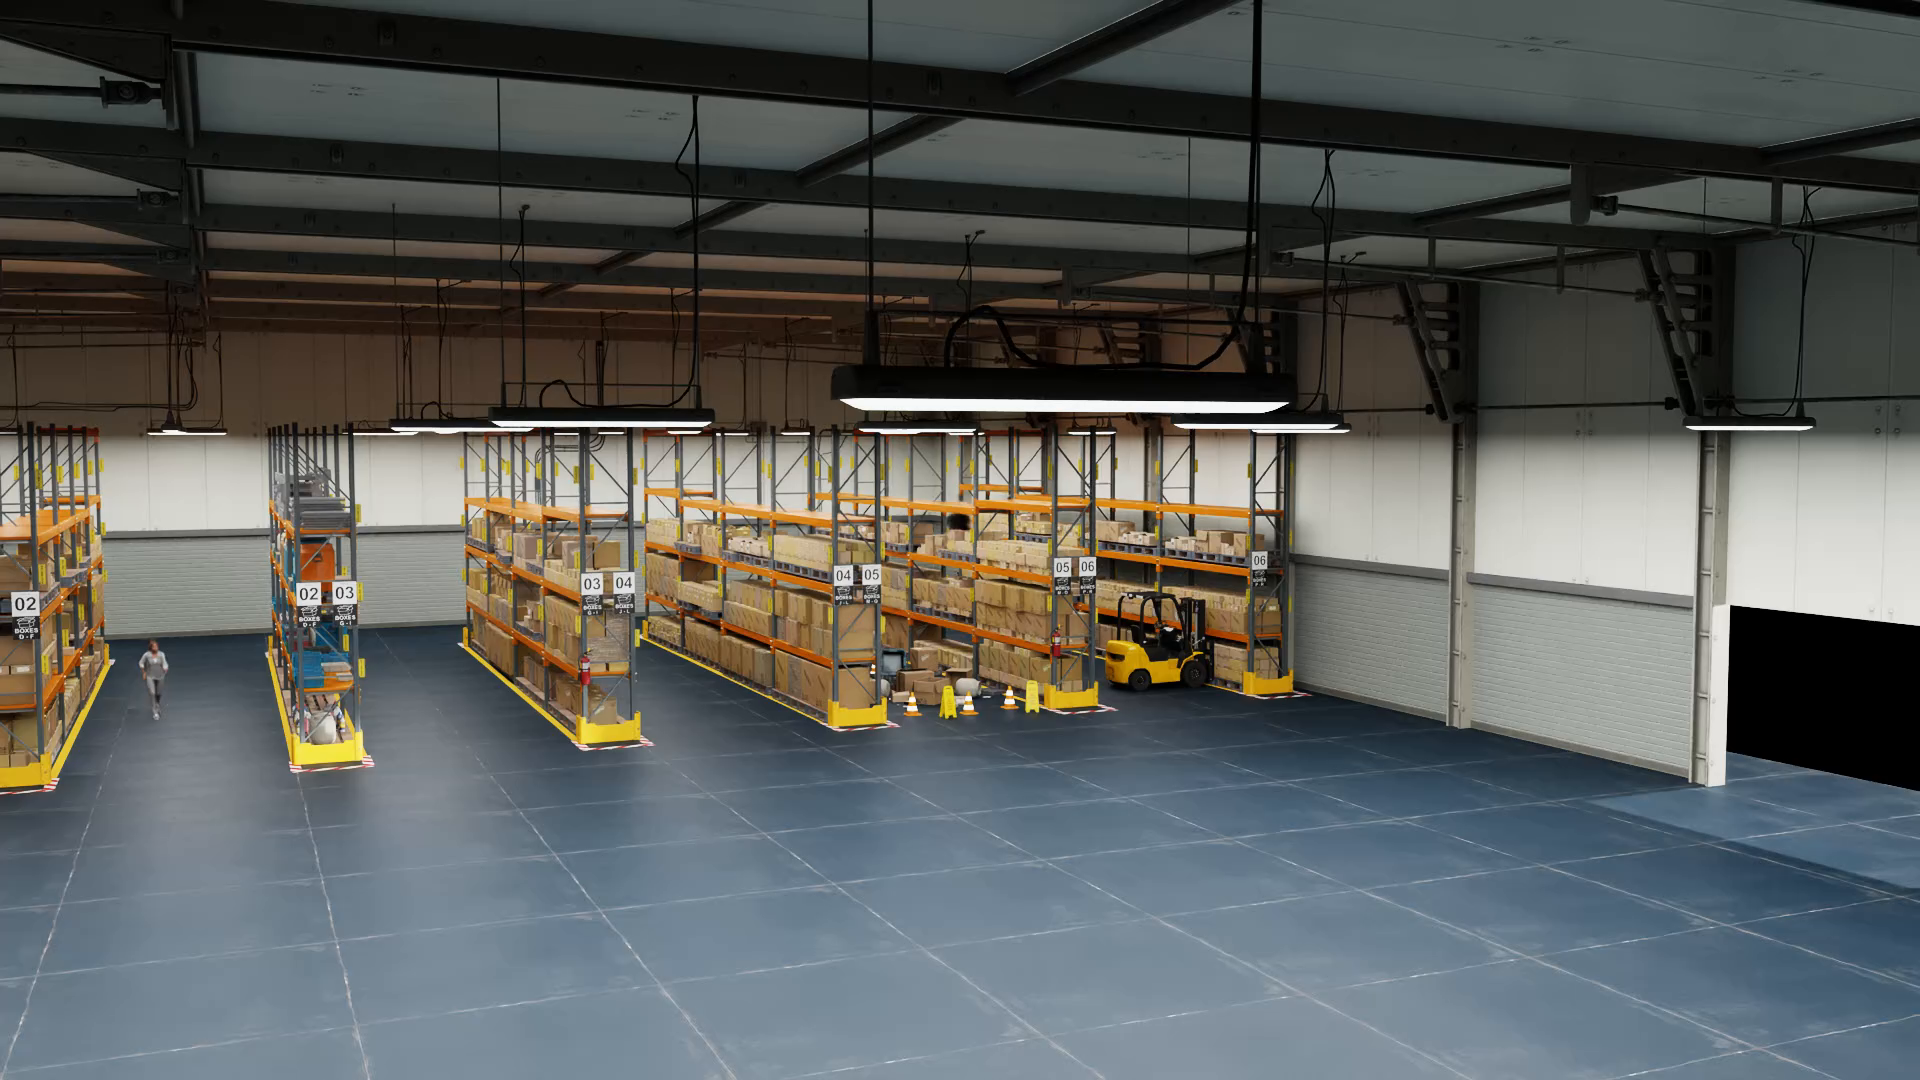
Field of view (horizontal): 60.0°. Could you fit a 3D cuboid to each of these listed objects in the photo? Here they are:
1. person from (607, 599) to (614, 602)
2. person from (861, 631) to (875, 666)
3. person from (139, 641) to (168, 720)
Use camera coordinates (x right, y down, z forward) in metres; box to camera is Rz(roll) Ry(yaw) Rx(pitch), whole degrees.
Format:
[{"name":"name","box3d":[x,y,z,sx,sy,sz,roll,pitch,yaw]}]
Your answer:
[{"name":"person","box3d":[-10.015,1.972,47.059,0.665,1.773,0.657,-1,4,-17]},{"name":"person","box3d":[-2.408,2.406,41.621,0.697,1.629,0.613,0,3,1]},{"name":"person","box3d":[-16.551,2.857,34.138,0.519,1.587,0.844,-2,4,-34]}]
